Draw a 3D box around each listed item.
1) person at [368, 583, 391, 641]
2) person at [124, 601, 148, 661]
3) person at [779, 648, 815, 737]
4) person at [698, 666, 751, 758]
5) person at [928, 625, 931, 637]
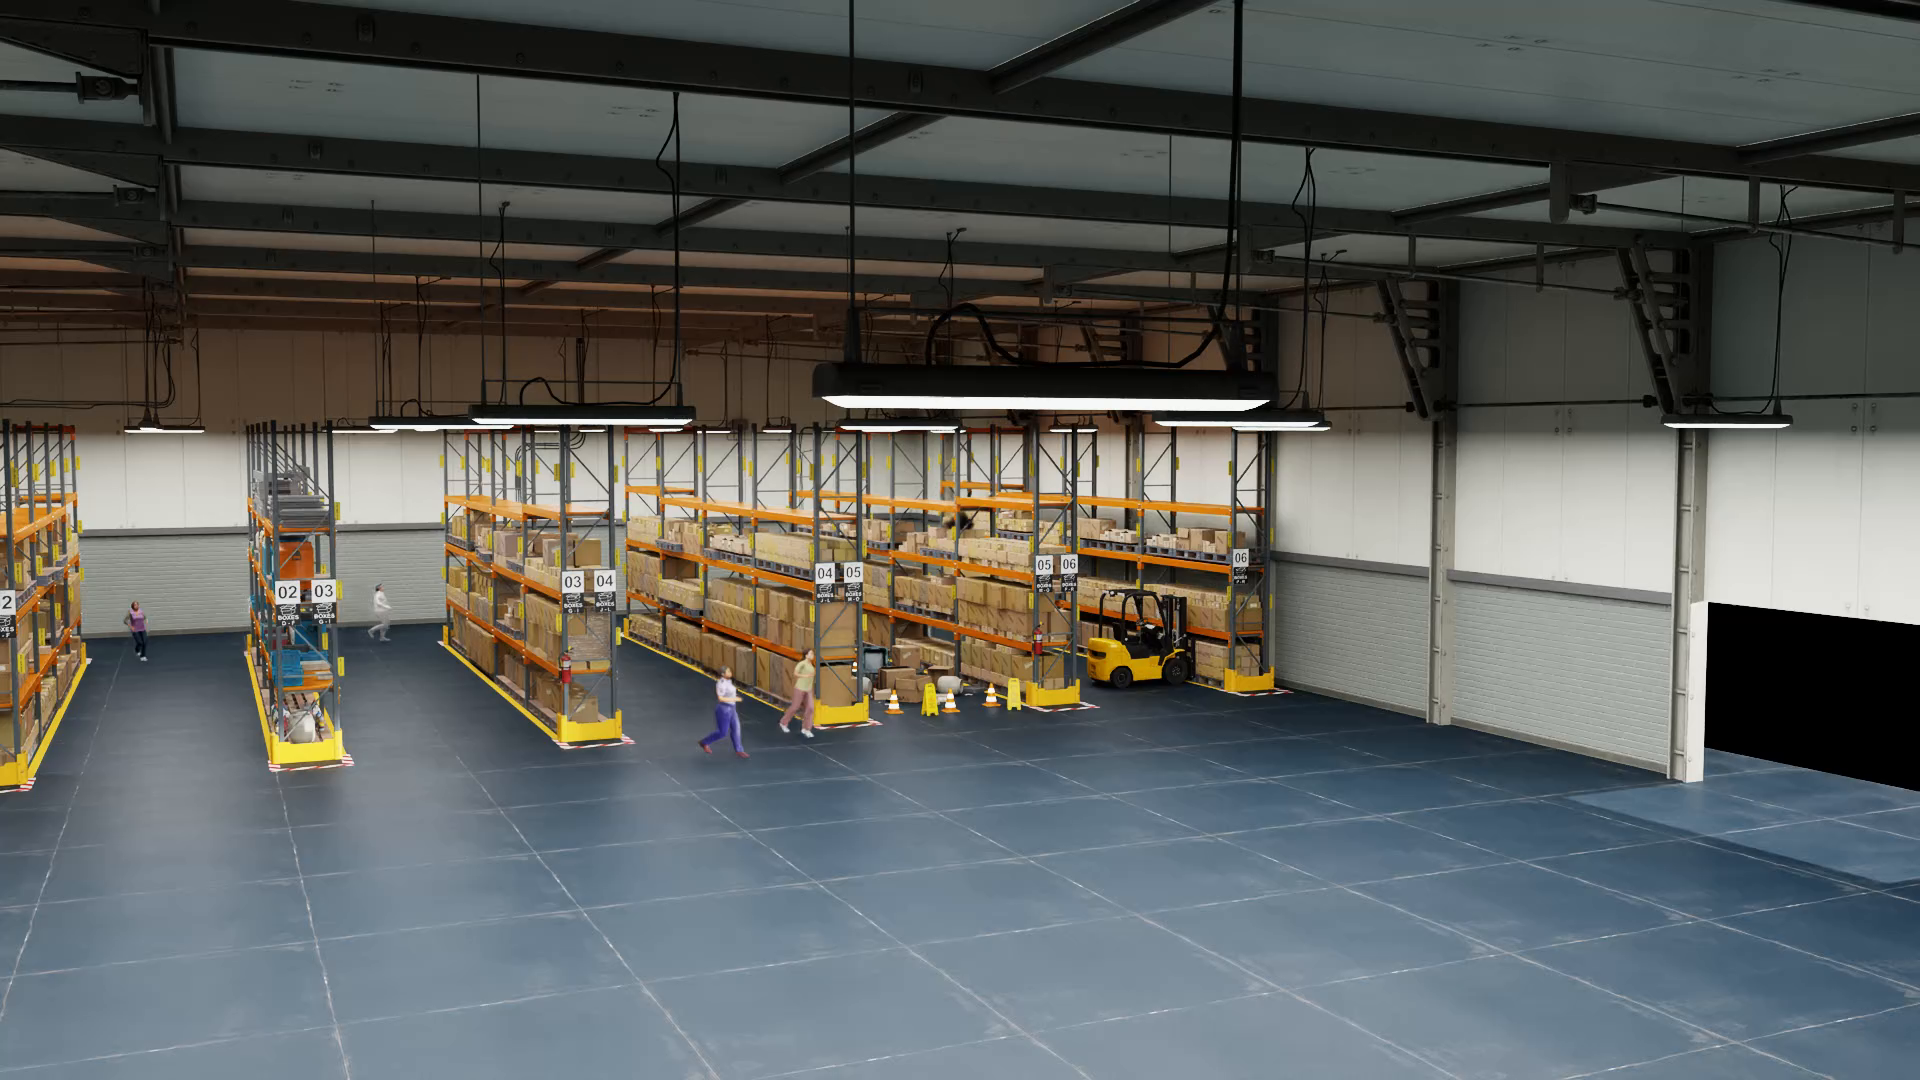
[{"bbox_3d":[-16.191,2.000,46.330,0.620,1.657,0.616,-1,4,-21],"label":"person"},{"bbox_3d":[-20.846,2.315,42.165,0.563,1.542,0.551,3,5,42],"label":"person"},{"bbox_3d":[-2.988,2.896,31.924,0.868,1.661,0.591,3,5,39],"label":"person"},{"bbox_3d":[-4.176,3.052,29.498,0.920,1.649,0.610,0,4,7],"label":"person"},{"bbox_3d":[-0.959,1.994,45.778,0.628,1.835,0.854,-2,4,-28],"label":"person"}]
